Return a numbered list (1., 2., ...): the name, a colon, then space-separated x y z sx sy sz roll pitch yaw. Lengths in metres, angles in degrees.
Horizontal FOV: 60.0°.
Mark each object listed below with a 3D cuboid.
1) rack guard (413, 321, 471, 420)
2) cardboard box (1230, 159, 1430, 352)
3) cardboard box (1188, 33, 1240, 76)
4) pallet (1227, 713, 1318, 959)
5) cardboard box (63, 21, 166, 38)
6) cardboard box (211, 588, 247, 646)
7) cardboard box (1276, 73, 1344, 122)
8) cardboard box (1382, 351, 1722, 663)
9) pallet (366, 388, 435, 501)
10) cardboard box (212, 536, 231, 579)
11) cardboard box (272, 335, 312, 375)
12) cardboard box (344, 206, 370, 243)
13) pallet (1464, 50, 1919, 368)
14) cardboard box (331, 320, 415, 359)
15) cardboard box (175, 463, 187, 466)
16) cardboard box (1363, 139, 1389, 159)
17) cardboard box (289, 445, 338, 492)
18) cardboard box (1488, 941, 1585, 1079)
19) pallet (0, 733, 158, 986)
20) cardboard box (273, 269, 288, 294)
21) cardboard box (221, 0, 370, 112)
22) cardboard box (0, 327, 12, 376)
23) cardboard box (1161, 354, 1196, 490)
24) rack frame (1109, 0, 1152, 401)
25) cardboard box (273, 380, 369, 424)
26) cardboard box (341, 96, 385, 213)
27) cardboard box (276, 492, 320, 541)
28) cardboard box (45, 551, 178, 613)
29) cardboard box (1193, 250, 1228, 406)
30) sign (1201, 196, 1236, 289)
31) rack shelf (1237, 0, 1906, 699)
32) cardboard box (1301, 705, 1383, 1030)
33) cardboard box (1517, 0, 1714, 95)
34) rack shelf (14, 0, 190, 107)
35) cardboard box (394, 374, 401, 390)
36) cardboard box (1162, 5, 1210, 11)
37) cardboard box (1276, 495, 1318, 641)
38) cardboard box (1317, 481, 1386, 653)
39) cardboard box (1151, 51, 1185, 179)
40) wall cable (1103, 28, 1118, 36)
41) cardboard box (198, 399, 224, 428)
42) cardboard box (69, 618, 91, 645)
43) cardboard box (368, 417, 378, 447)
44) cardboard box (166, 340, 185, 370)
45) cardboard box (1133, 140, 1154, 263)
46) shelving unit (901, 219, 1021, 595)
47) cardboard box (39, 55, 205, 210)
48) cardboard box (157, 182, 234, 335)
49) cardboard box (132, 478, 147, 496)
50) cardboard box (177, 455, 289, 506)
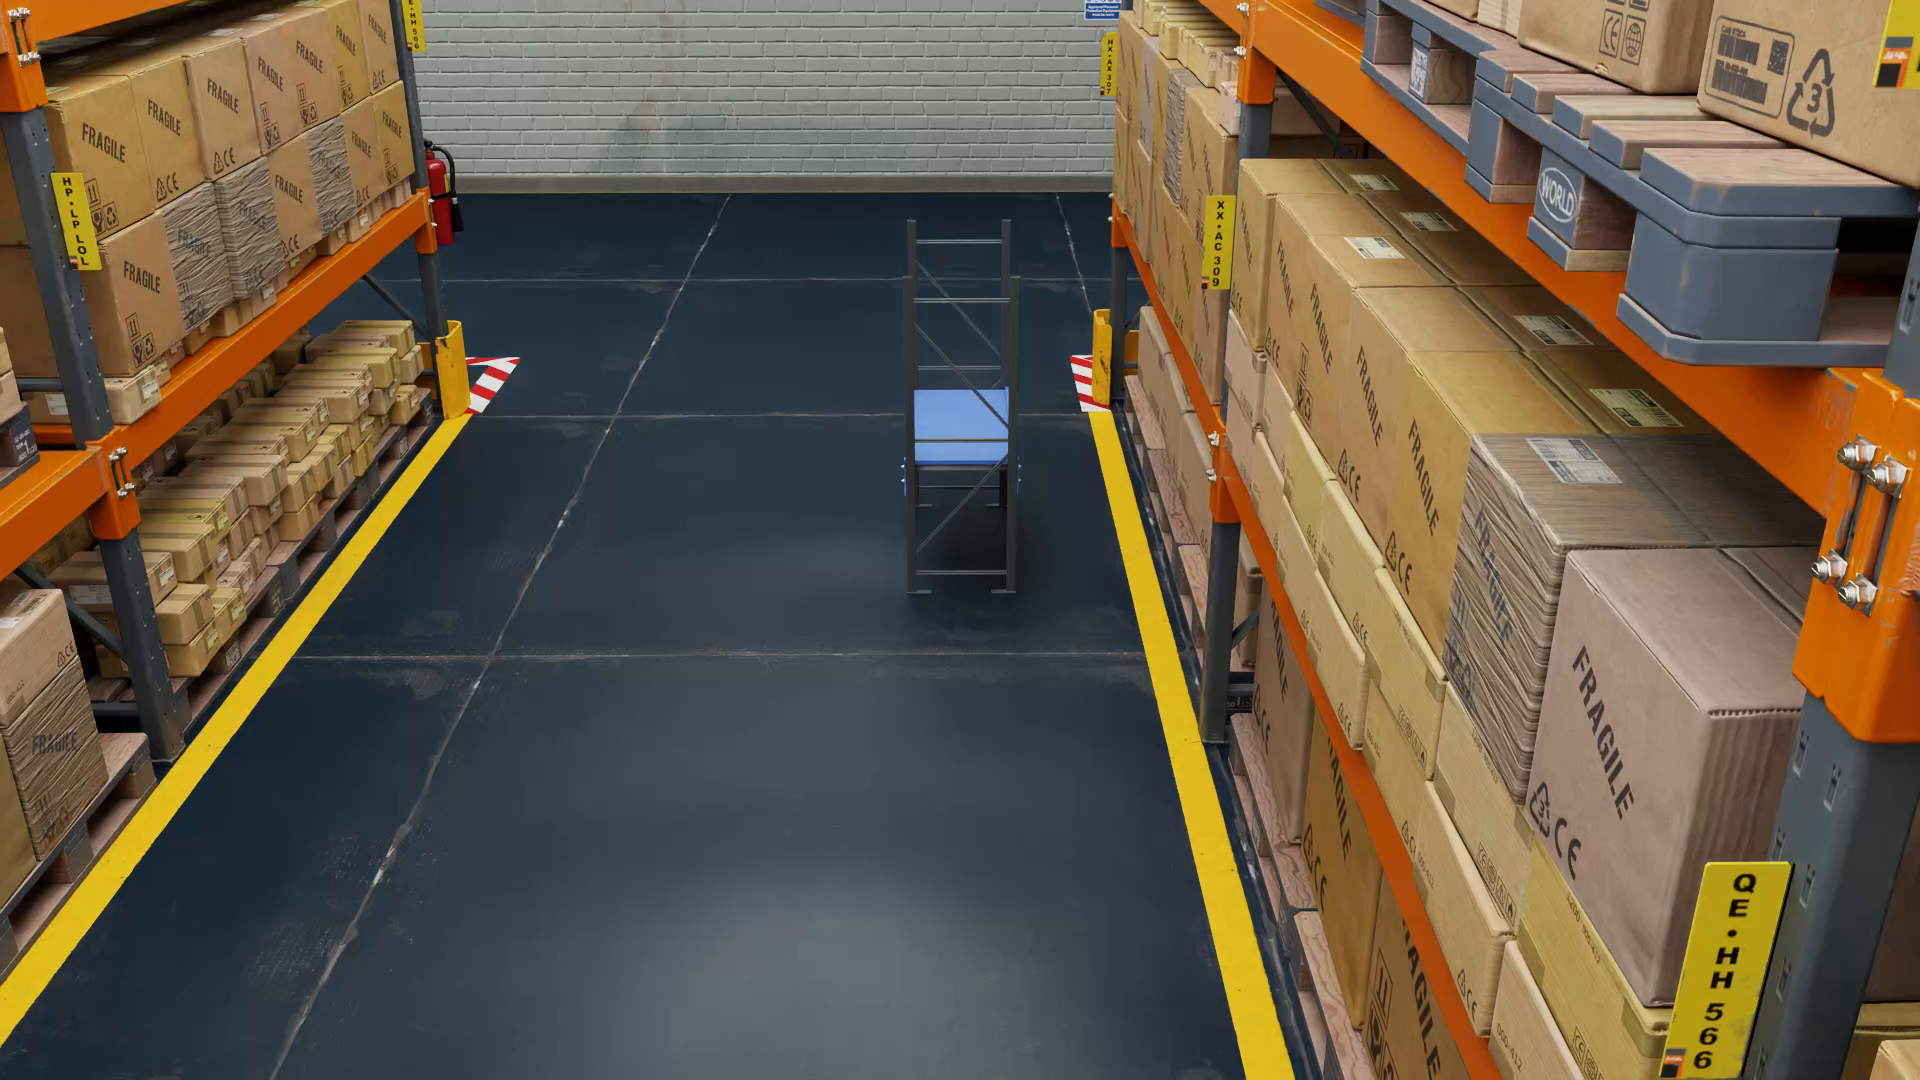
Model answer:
1. rack guard: -3.548 -1.008 9.873 1.175 0.500 0.348 0 24 -1
2. cardboard box: 1.161 -0.913 5.294 0.500 0.500 0.500 0 24 0
3. cardboard box: 1.171 -2.044 7.007 0.380 0.149 0.250 -1 24 -2
4. pallet: 1.528 0.994 5.796 1.003 0.211 1.213 0 24 -1
5. cardboard box: -3.805 -1.997 7.330 0.500 0.500 0.500 -1 24 -2
6. cardboard box: -3.190 0.316 6.861 0.380 0.149 0.250 0 24 1
7. cardboard box: 1.228 -1.626 6.083 0.380 0.149 0.250 0 24 1
8. cardboard box: 1.208 -0.075 3.441 0.500 0.500 0.500 0 24 -1
9. pallet: -3.574 -0.542 9.192 1.003 0.211 1.213 0 24 -1
10. cardboard box: -3.320 0.087 7.007 0.380 0.149 0.250 0 24 -1
11. cardboard box: -3.759 -1.012 9.075 0.380 0.149 0.250 0 24 0
12. cardboard box: -3.253 -1.620 8.497 0.380 0.149 0.250 0 24 1
13. pallet: 1.427 -0.492 2.287 1.213 0.211 1.003 1 24 2
14. cardboard box: -3.289 -1.125 9.326 0.380 0.149 0.250 0 24 0
15. cardboard box: -3.732 -0.338 7.946 0.380 0.149 0.250 1 24 2
16. cardboard box: 1.681 -1.293 6.134 0.500 0.500 0.500 0 24 0
17. cardboard box: -3.216 -0.344 7.959 0.380 0.149 0.250 0 24 0
18. cardboard box: 1.222 0.915 2.769 0.500 0.250 0.500 -1 24 -2
19. pallet: -3.495 1.061 5.648 1.003 0.211 1.213 0 24 -1
20. cardboard box: -3.293 -1.187 7.539 0.380 0.149 0.250 1 24 1
21. cardboard box: -3.289 -2.419 8.263 0.500 0.500 0.500 -1 24 -2
22. cardboard box: -3.303 -0.580 5.326 0.380 0.149 0.250 0 24 1
23. cardboard box: 1.526 -0.618 8.576 0.875 0.438 0.875 0 24 1
24. rack frame: 1.400 -2.243 9.568 1.000 3.000 0.127 0 24 -1
25. cardboard box: -3.216 -0.698 8.381 0.380 0.149 0.250 1 24 1
26. cardboard box: -3.286 -1.964 8.469 0.500 0.500 0.500 -1 24 -1
27. cardboard box: -3.242 -0.109 7.801 0.380 0.149 0.250 -1 24 -2
28. cardboard box: -3.302 0.163 6.477 0.380 0.149 0.250 1 24 2
29. cardboard box: 1.183 -0.830 6.324 0.500 0.500 0.500 0 24 0
30. sign: 0.889 -1.022 5.722 0.100 0.325 0.005 0 24 -1
31. rack shelf: 1.466 -0.809 3.632 1.077 0.370 4.000 0 24 -1
32. cardboard box: 1.548 0.810 4.888 0.875 0.875 0.875 0 24 1
33. cardboard box: 1.287 -0.957 2.455 0.700 0.500 0.500 -1 24 -3
34. rack shelf: -3.527 -2.394 7.135 1.077 0.370 4.000 0 24 -1
35. cardboard box: -3.308 -0.882 9.150 0.380 0.149 0.250 -1 24 -2
36. cardboard box: 1.166 -2.460 7.928 0.380 0.149 0.250 0 24 0
37. cardboard box: 1.181 0.081 4.613 0.500 0.250 0.500 0 24 -1
38. cardboard box: 1.187 0.060 4.053 0.500 0.250 0.500 -1 24 -2
39. cardboard box: 1.153 -1.914 7.508 0.500 0.500 0.500 0 24 0
40. wall cable: 1.315 -5.043 14.490 0.585 1.953 0.123 0 24 -1
41. cardboard box: -3.848 -0.583 8.126 0.380 0.149 0.250 0 24 0
42. cardboard box: -3.769 0.310 6.875 0.380 0.149 0.250 0 24 1
43. cardboard box: -3.298 -0.539 8.751 0.380 0.149 0.250 0 24 0
44. cardboard box: -3.313 -0.750 6.573 0.380 0.149 0.250 -1 24 -3
45. cardboard box: 1.139 -1.671 8.184 0.500 0.500 0.500 0 24 -1
46. shelving unit: 0.001 -0.648 7.863 0.538 1.500 1.048 0 24 -1
47. cardboard box: -3.287 -1.568 6.381 0.500 0.500 0.500 -1 24 -2
48. cardboard box: -3.271 -1.121 6.605 0.500 0.500 0.500 0 24 -1
49. cardboard box: -3.746 -0.154 7.179 0.380 0.149 0.250 1 24 1
50. cardboard box: -3.244 -0.267 7.429 0.380 0.149 0.250 0 24 1
